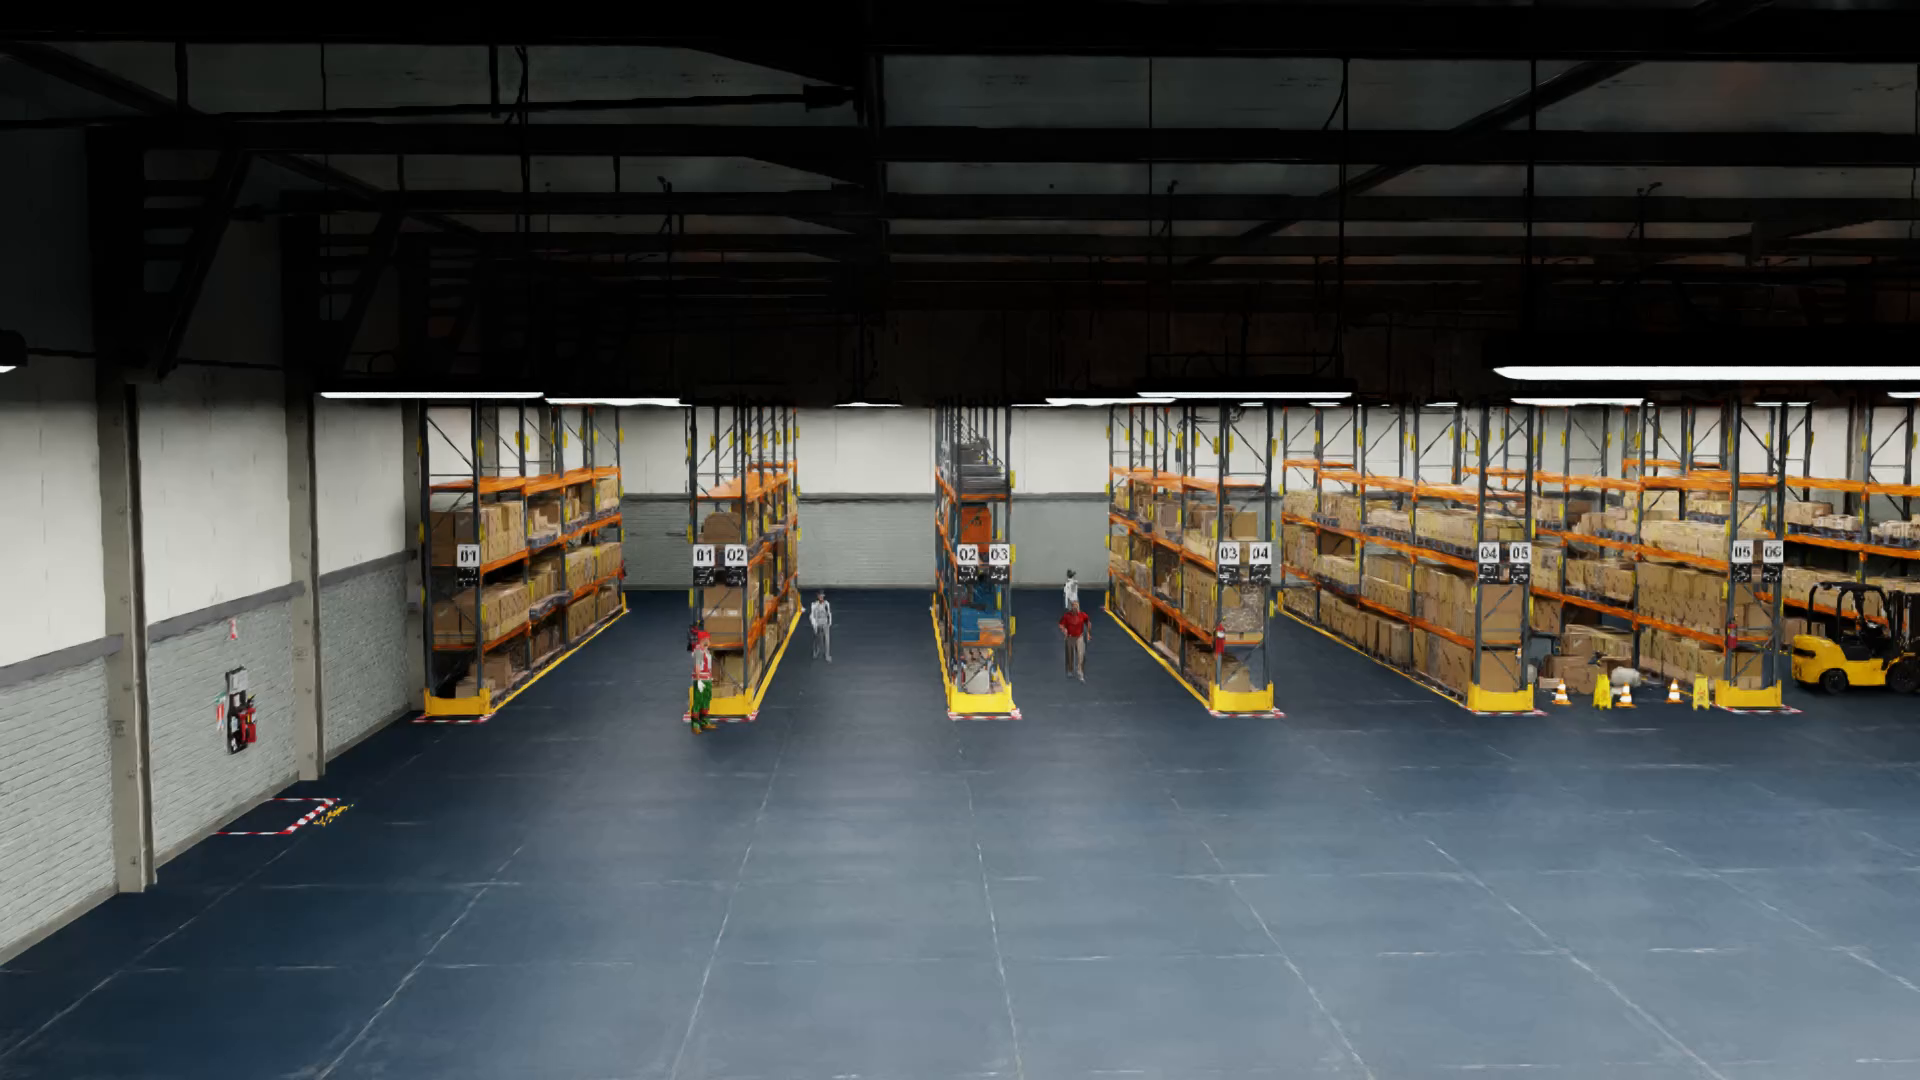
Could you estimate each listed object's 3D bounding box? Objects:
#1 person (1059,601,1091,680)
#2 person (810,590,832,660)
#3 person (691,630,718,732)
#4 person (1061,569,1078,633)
[{"bbox_3d":[2.442,2.109,35.412,0.686,1.666,0.867,0,5,3],"label":"person"},{"bbox_3d":[-3.170,1.918,37.908,0.511,1.595,1.057,-1,5,-11],"label":"person"},{"bbox_3d":[-4.556,2.485,29.553,0.395,1.793,0.633,1,5,11],"label":"person"},{"bbox_3d":[2.787,1.566,42.083,0.550,1.663,0.585,2,5,21],"label":"person"}]
